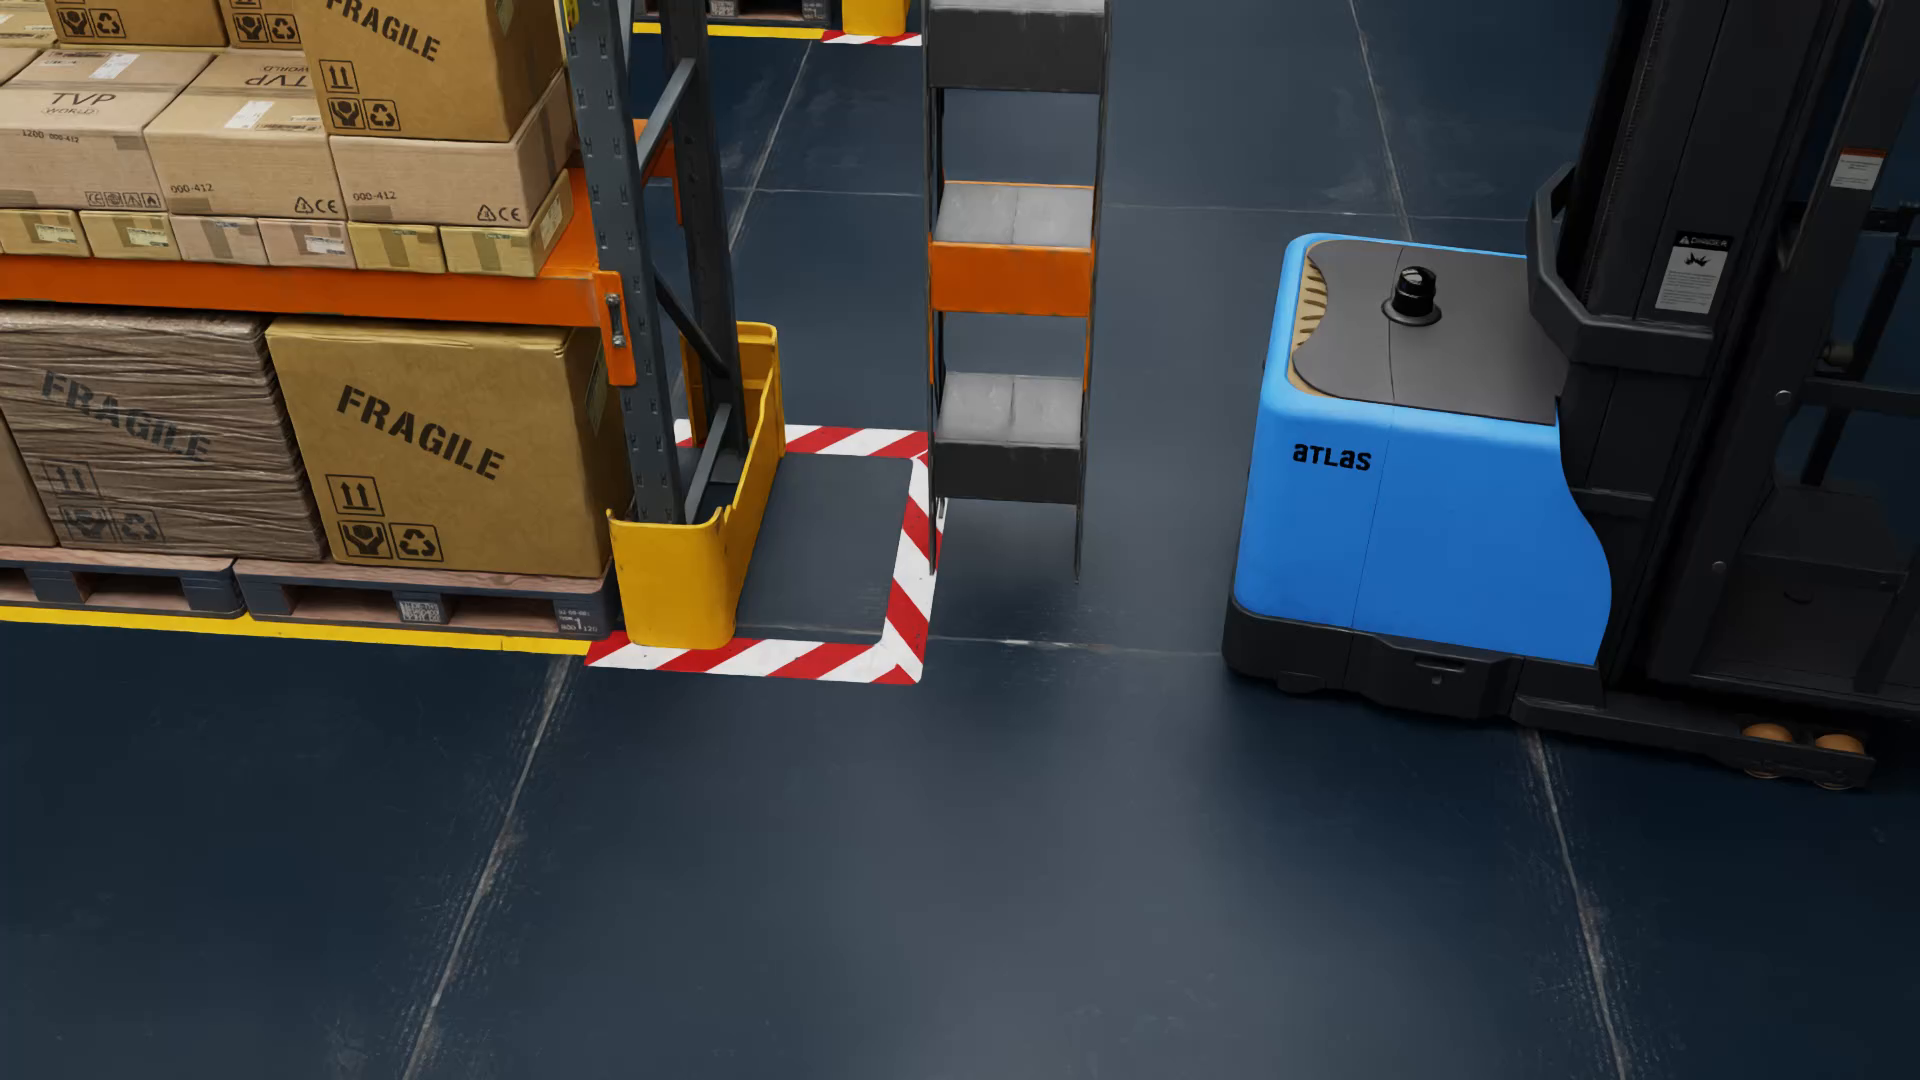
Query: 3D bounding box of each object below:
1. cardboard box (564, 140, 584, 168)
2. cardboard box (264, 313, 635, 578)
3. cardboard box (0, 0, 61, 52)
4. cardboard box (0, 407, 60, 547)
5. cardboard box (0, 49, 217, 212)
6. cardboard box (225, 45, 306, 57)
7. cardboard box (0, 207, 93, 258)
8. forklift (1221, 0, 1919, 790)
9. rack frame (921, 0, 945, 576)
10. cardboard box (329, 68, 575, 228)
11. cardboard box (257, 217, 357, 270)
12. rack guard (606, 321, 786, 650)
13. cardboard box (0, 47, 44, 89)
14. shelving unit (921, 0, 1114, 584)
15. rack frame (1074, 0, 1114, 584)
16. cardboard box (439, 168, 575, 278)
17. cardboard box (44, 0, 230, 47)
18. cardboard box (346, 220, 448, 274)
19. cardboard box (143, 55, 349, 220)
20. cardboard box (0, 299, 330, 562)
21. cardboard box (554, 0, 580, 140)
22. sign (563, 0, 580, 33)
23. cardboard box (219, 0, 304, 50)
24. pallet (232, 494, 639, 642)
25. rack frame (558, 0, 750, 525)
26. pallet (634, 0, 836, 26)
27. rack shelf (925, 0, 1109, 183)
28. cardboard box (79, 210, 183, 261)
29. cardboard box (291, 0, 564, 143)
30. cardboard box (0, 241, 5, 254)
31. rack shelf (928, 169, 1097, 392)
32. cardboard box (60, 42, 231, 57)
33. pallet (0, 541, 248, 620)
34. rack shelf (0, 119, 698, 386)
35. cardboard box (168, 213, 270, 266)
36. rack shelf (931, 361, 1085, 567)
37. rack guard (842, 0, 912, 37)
[{"bbox_3d":[-1.210,-1.316,5.189,0.250,0.149,0.380,4,39,4],"label":"cardboard box"},{"bbox_3d":[-1.529,-0.510,5.351,0.875,0.875,0.875,3,39,4],"label":"cardboard box"},{"bbox_3d":[-2.879,-1.518,5.123,0.500,0.250,0.500,2,39,3],"label":"cardboard box"},{"bbox_3d":[-3.323,-0.608,5.471,0.875,0.875,0.875,3,39,4],"label":"cardboard box"},{"bbox_3d":[-2.403,-1.159,4.680,0.500,0.250,0.500,2,39,2],"label":"cardboard box"},{"bbox_3d":[-1.858,-1.464,5.055,0.500,0.250,0.500,3,39,3],"label":"cardboard box"},{"bbox_3d":[-2.544,-0.970,4.764,0.250,0.149,0.380,3,39,4],"label":"cardboard box"},{"bbox_3d":[2.392,-0.779,4.385,3.031,2.935,1.130,9,40,10],"label":"forklift"},{"bbox_3d":[-0.078,-0.819,5.092,0.015,2.100,0.400,3,39,4],"label":"rack frame"},{"bbox_3d":[-1.390,-1.103,4.612,0.500,0.250,0.500,3,39,3],"label":"cardboard box"},{"bbox_3d":[-1.778,-0.929,4.714,0.250,0.149,0.380,3,39,4],"label":"cardboard box"},{"bbox_3d":[-0.861,-0.216,5.619,0.348,0.500,1.175,3,39,4],"label":"rack guard"},{"bbox_3d":[-2.922,-1.184,4.712,0.500,0.250,0.500,3,39,4],"label":"cardboard box"},{"bbox_3d":[0.165,-0.805,5.076,0.503,2.100,0.431,3,39,4],"label":"shelving unit"},{"bbox_3d":[0.408,-0.792,5.060,0.015,2.100,0.400,3,39,4],"label":"rack frame"},{"bbox_3d":[-1.268,-0.901,4.680,0.250,0.149,0.380,4,39,5],"label":"cardboard box"},{"bbox_3d":[-2.354,-1.782,4.852,0.500,0.500,0.500,2,39,3],"label":"cardboard box"},{"bbox_3d":[-1.527,-0.914,4.696,0.250,0.149,0.380,4,39,4],"label":"cardboard box"},{"bbox_3d":[-1.896,-1.131,4.647,0.500,0.250,0.500,2,39,3],"label":"cardboard box"},{"bbox_3d":[-2.436,-0.559,5.411,0.875,0.875,0.875,3,39,4],"label":"cardboard box"},{"bbox_3d":[-1.340,-1.440,5.026,0.500,0.250,0.500,2,39,3],"label":"cardboard box"},{"bbox_3d":[-0.945,-1.387,3.973,0.005,0.325,0.100,3,39,4],"label":"sign"},{"bbox_3d":[-1.838,-1.758,4.822,0.500,0.500,0.500,2,39,3],"label":"cardboard box"},{"bbox_3d":[-1.688,-0.099,5.705,1.213,0.211,1.003,3,39,4],"label":"pallet"},{"bbox_3d":[-0.885,-1.186,4.831,0.127,3.000,1.000,3,39,4],"label":"rack frame"},{"bbox_3d":[-1.276,-3.289,9.624,1.213,0.211,1.003,3,39,4],"label":"pallet"},{"bbox_3d":[0.165,-1.338,4.643,0.480,0.518,0.431,3,39,4],"label":"rack shelf"},{"bbox_3d":[-2.286,-0.956,4.747,0.250,0.149,0.380,2,39,3],"label":"cardboard box"},{"bbox_3d":[-1.393,-1.396,4.378,0.500,0.500,0.500,4,39,4],"label":"cardboard box"},{"bbox_3d":[-2.791,-0.985,4.783,0.250,0.149,0.380,4,39,5],"label":"cardboard box"},{"bbox_3d":[0.165,-0.795,5.085,0.480,0.518,0.431,3,39,4],"label":"rack shelf"},{"bbox_3d":[-2.358,-1.493,5.092,0.500,0.250,0.500,2,39,2],"label":"cardboard box"},{"bbox_3d":[-2.900,-0.167,5.788,1.213,0.211,1.003,3,39,4],"label":"pallet"},{"bbox_3d":[-2.877,-1.016,5.192,4.000,0.370,1.077,3,39,4],"label":"rack shelf"},{"bbox_3d":[-2.027,-0.943,4.731,0.250,0.149,0.380,4,39,5],"label":"cardboard box"},{"bbox_3d":[0.165,-0.252,5.527,0.480,0.518,0.431,3,39,4],"label":"rack shelf"},{"bbox_3d":[-0.432,-3.339,9.456,0.348,0.500,1.175,3,39,4],"label":"rack guard"}]
